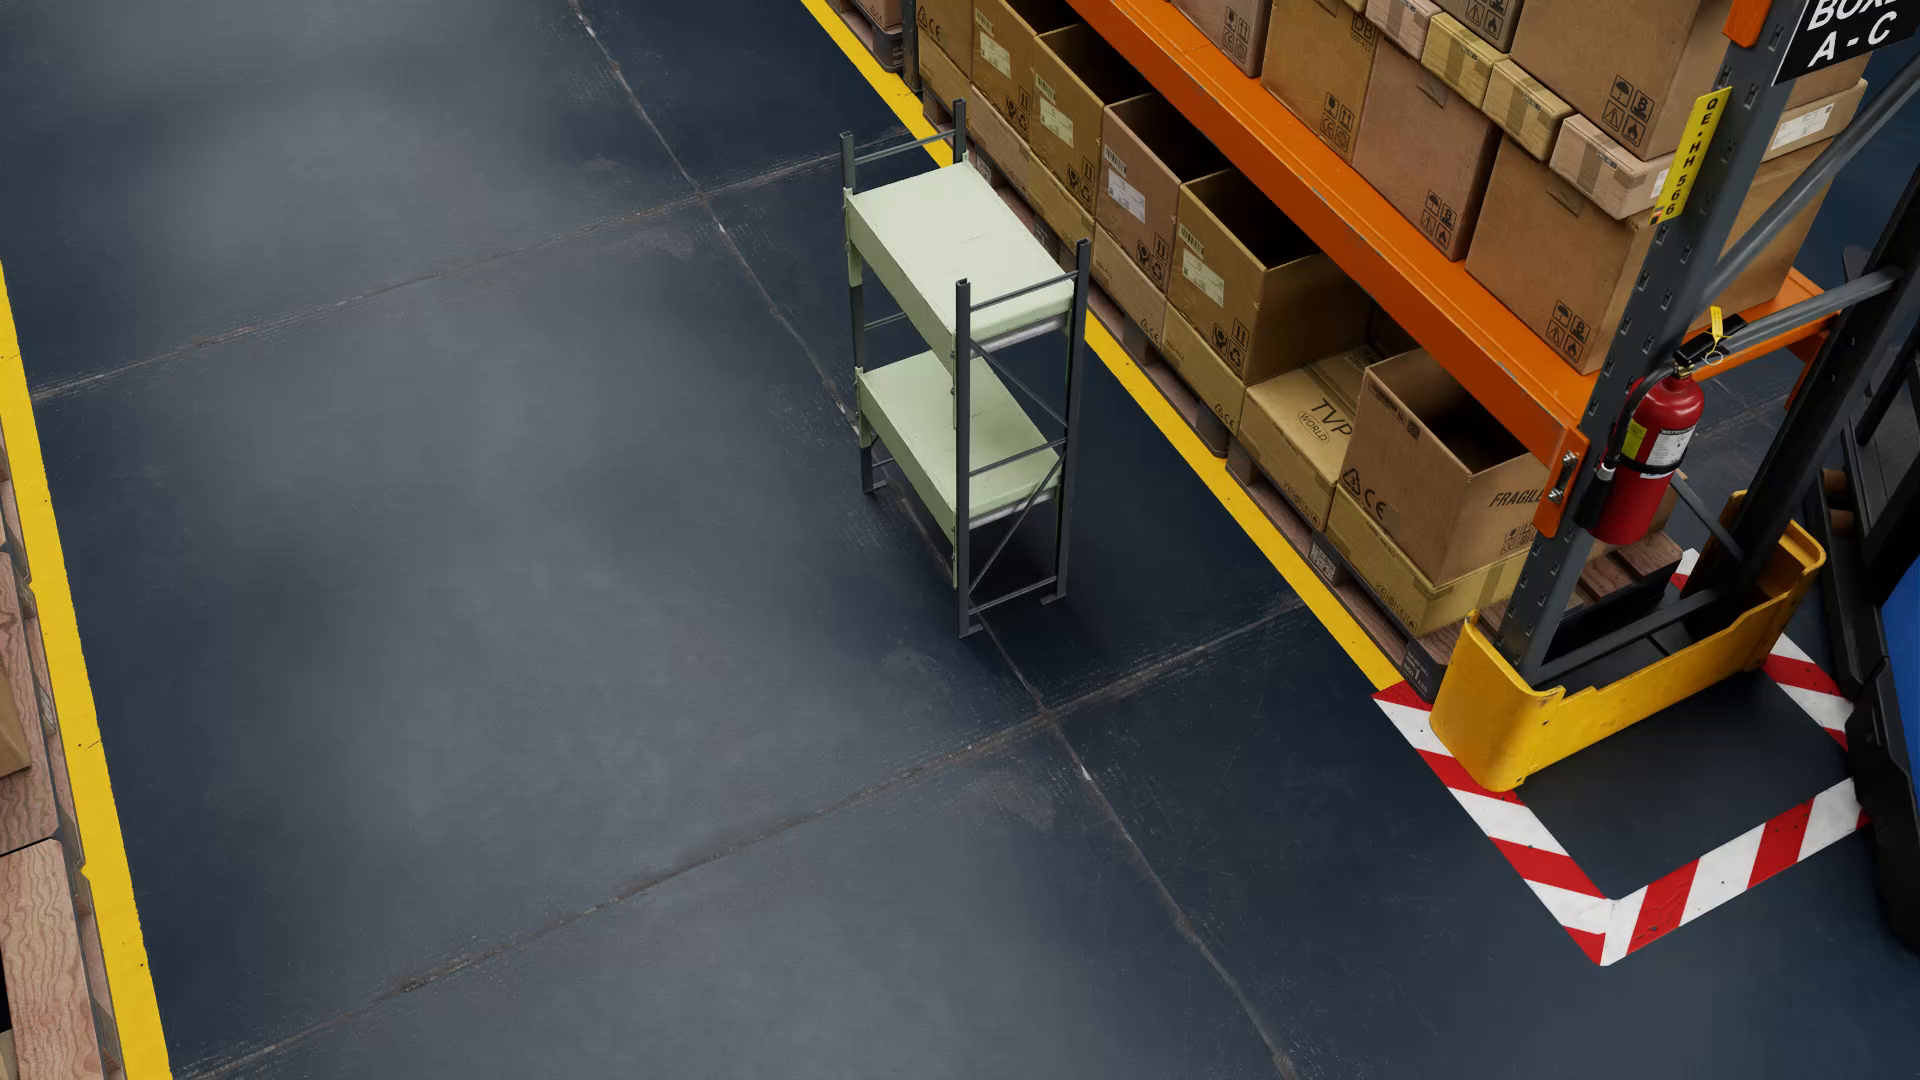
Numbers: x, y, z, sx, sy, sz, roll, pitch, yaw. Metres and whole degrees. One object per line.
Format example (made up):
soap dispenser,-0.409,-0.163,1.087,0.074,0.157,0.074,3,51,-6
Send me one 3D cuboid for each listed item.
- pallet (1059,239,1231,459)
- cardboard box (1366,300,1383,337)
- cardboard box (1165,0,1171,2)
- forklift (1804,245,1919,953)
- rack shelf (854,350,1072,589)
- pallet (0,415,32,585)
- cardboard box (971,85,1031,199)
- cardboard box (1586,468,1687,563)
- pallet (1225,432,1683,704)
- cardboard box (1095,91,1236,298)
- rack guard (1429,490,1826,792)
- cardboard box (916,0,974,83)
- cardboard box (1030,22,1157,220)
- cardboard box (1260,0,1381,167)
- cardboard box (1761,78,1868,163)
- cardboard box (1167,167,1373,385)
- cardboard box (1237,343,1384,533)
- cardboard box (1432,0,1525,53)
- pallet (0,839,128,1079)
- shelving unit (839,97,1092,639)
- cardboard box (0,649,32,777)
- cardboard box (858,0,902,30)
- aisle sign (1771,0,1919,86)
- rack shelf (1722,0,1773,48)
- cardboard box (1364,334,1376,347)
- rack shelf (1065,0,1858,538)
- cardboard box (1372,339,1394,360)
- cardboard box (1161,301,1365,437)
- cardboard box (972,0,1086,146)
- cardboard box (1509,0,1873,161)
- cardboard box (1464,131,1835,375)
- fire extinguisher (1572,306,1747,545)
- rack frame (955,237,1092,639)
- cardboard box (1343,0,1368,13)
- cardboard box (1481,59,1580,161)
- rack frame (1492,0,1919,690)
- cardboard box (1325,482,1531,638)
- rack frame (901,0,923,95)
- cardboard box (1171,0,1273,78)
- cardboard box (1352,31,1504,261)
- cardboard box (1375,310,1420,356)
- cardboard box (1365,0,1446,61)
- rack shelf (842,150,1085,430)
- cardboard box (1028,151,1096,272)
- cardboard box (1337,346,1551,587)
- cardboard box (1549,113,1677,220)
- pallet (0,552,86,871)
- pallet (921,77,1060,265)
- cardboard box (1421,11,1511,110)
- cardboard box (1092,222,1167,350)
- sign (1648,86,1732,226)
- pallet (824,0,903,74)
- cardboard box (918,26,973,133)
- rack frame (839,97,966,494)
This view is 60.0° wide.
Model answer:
pallet,1.102,-0.927,6.420,1.003,0.211,1.213,-21,52,-18
cardboard box,1.525,-1.112,5.779,0.500,0.500,0.500,-21,52,-18
cardboard box,0.895,-2.259,5.667,0.700,0.500,0.500,-20,52,-17
forklift,3.446,-0.798,4.501,1.130,2.935,3.031,9,49,8
rack shelf,0.003,-0.275,5.427,0.431,0.370,0.720,-21,52,-18
pallet,-3.851,-0.145,5.737,1.003,0.211,1.213,-21,52,-18
cardboard box,0.380,-1.691,6.784,0.500,0.250,0.500,-21,52,-18
cardboard box,1.996,-0.201,5.480,0.500,0.250,0.500,-21,52,-18
pallet,1.657,-0.112,5.707,1.003,0.211,1.213,-21,52,-18
cardboard box,0.836,-1.268,5.916,0.500,0.500,0.500,-21,52,-18
rack guard,2.055,0.307,5.149,1.175,0.500,0.348,-21,52,-18
cardboard box,0.147,-2.271,6.793,0.500,0.500,0.500,-21,52,-18
cardboard box,0.605,-1.602,6.208,0.500,0.500,0.500,-21,52,-18
cardboard box,1.375,-1.566,5.060,0.700,0.500,0.500,-21,52,-17
cardboard box,2.056,-1.115,4.235,0.380,0.149,0.250,-22,52,-18
cardboard box,1.063,-0.933,5.623,0.500,0.500,0.500,-21,52,-18
cardboard box,1.296,-0.353,5.614,0.500,0.250,0.500,-21,52,-18
cardboard box,1.572,-1.695,4.311,0.700,0.500,0.500,-22,53,-18
pallet,-2.734,1.488,4.308,1.003,0.211,1.213,-21,52,-18
shelving unit,0.003,-0.489,5.182,0.431,1.500,0.755,-21,52,-18
cardboard box,-3.148,0.471,4.714,0.700,0.500,0.500,-24,53,-20
cardboard box,-0.234,-2.620,7.596,0.500,0.250,0.500,-22,52,-18
aisle sign,1.813,-1.243,3.117,0.394,0.787,0.004,-21,52,-18
rack shelf,1.129,-2.621,4.535,1.077,0.370,4.000,-21,52,-18
cardboard box,1.536,-0.869,6.065,0.500,0.250,0.500,-21,52,-18
rack shelf,1.129,-1.634,5.664,1.077,0.370,4.000,-21,52,-18
cardboard box,1.764,-0.534,5.772,0.500,0.250,0.500,-21,52,-18
cardboard box,1.066,-0.687,5.906,0.500,0.250,0.500,-21,52,-18
cardboard box,0.383,-1.939,6.503,0.500,0.500,0.500,-21,52,-18
cardboard box,1.817,-1.344,4.005,0.700,0.500,0.500,-21,52,-17
cardboard box,1.842,-0.882,4.462,0.700,0.500,0.500,-21,52,-18
fire extinguisher,1.685,-0.268,4.043,0.296,0.674,0.183,-21,52,-18
rack frame,0.171,-0.244,4.967,0.400,1.500,0.023,-21,52,-18
cardboard box,1.228,-1.659,4.711,0.380,0.149,0.250,-20,52,-16
cardboard box,1.579,-1.143,4.260,0.380,0.149,0.250,-20,52,-17
rack frame,2.044,-0.532,4.223,1.000,3.000,0.127,-21,52,-18
cardboard box,1.536,-0.022,5.324,0.500,0.250,0.500,-21,52,-18
rack frame,0.213,-3.209,6.564,1.000,3.000,0.127,-21,52,-18
cardboard box,1.131,-1.917,5.368,0.700,0.500,0.500,-20,52,-16
cardboard box,1.597,-1.232,4.768,0.700,0.500,0.500,-20,52,-17
cardboard box,1.766,-0.782,5.490,0.500,0.500,0.500,-21,52,-18
cardboard box,1.348,-1.484,4.557,0.380,0.149,0.250,-21,52,-17
rack shelf,0.003,-0.746,4.888,0.431,0.370,0.720,-21,52,-18
cardboard box,0.605,-1.355,6.490,0.500,0.250,0.500,-21,52,-18
cardboard box,1.534,-0.268,5.042,0.500,0.500,0.500,-21,52,-18
cardboard box,1.700,-0.969,4.107,0.380,0.149,0.250,-22,52,-18
pallet,-3.288,0.672,5.022,1.003,0.211,1.213,-21,52,-18
pallet,0.540,-1.745,7.136,1.003,0.211,1.213,-21,52,-18
cardboard box,1.461,-1.314,4.410,0.380,0.149,0.250,-22,52,-18
cardboard box,0.839,-1.022,6.199,0.500,0.250,0.500,-21,52,-18
sign,1.555,-0.814,3.542,0.100,0.325,0.005,-21,52,-18
pallet,-0.158,-2.771,8.033,1.003,0.211,1.213,-21,52,-18
cardboard box,0.156,-2.027,7.078,0.500,0.250,0.500,-21,52,-18
rack frame,-0.164,-0.734,5.396,0.400,1.500,0.023,-21,52,-18
